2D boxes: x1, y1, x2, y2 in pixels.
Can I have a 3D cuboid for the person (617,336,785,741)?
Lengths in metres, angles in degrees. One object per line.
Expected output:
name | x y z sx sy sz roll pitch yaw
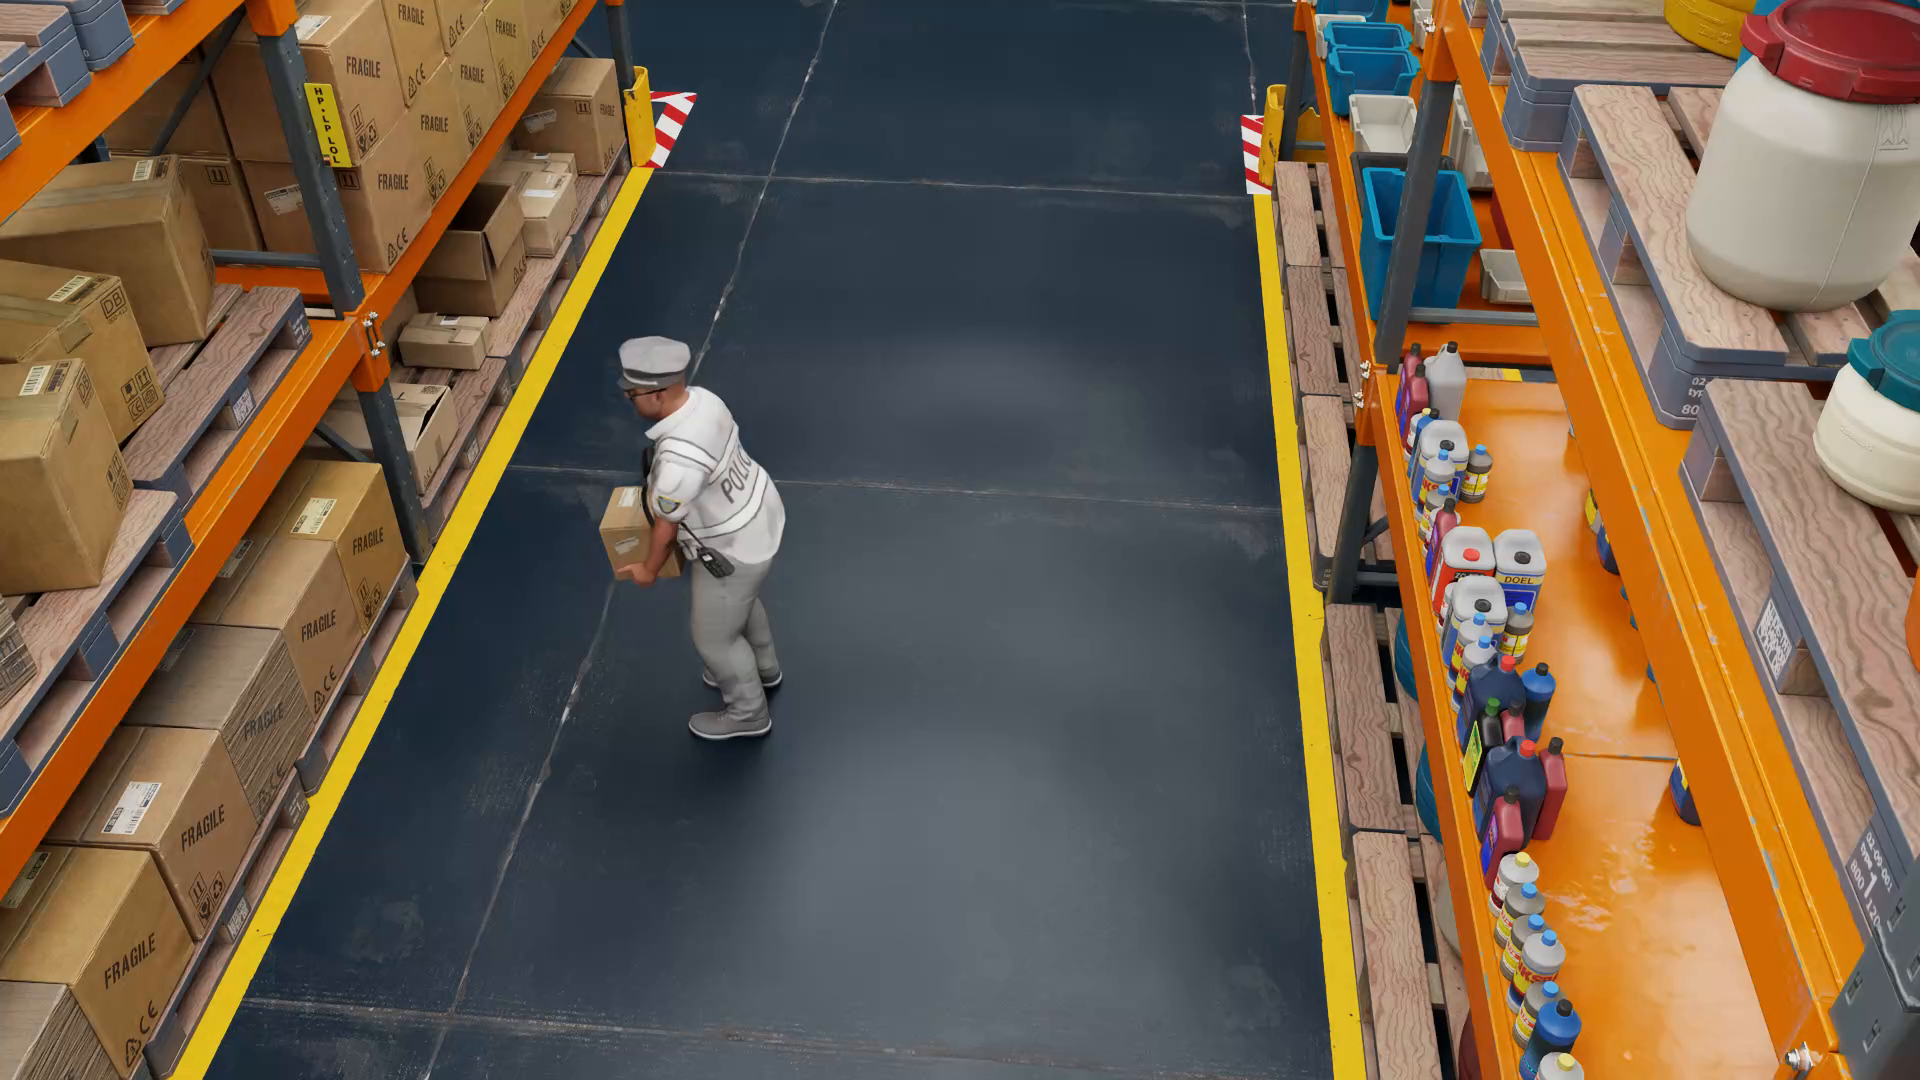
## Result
person | -0.954 0.015 6.163 0.604 1.723 0.478 3 40 3
